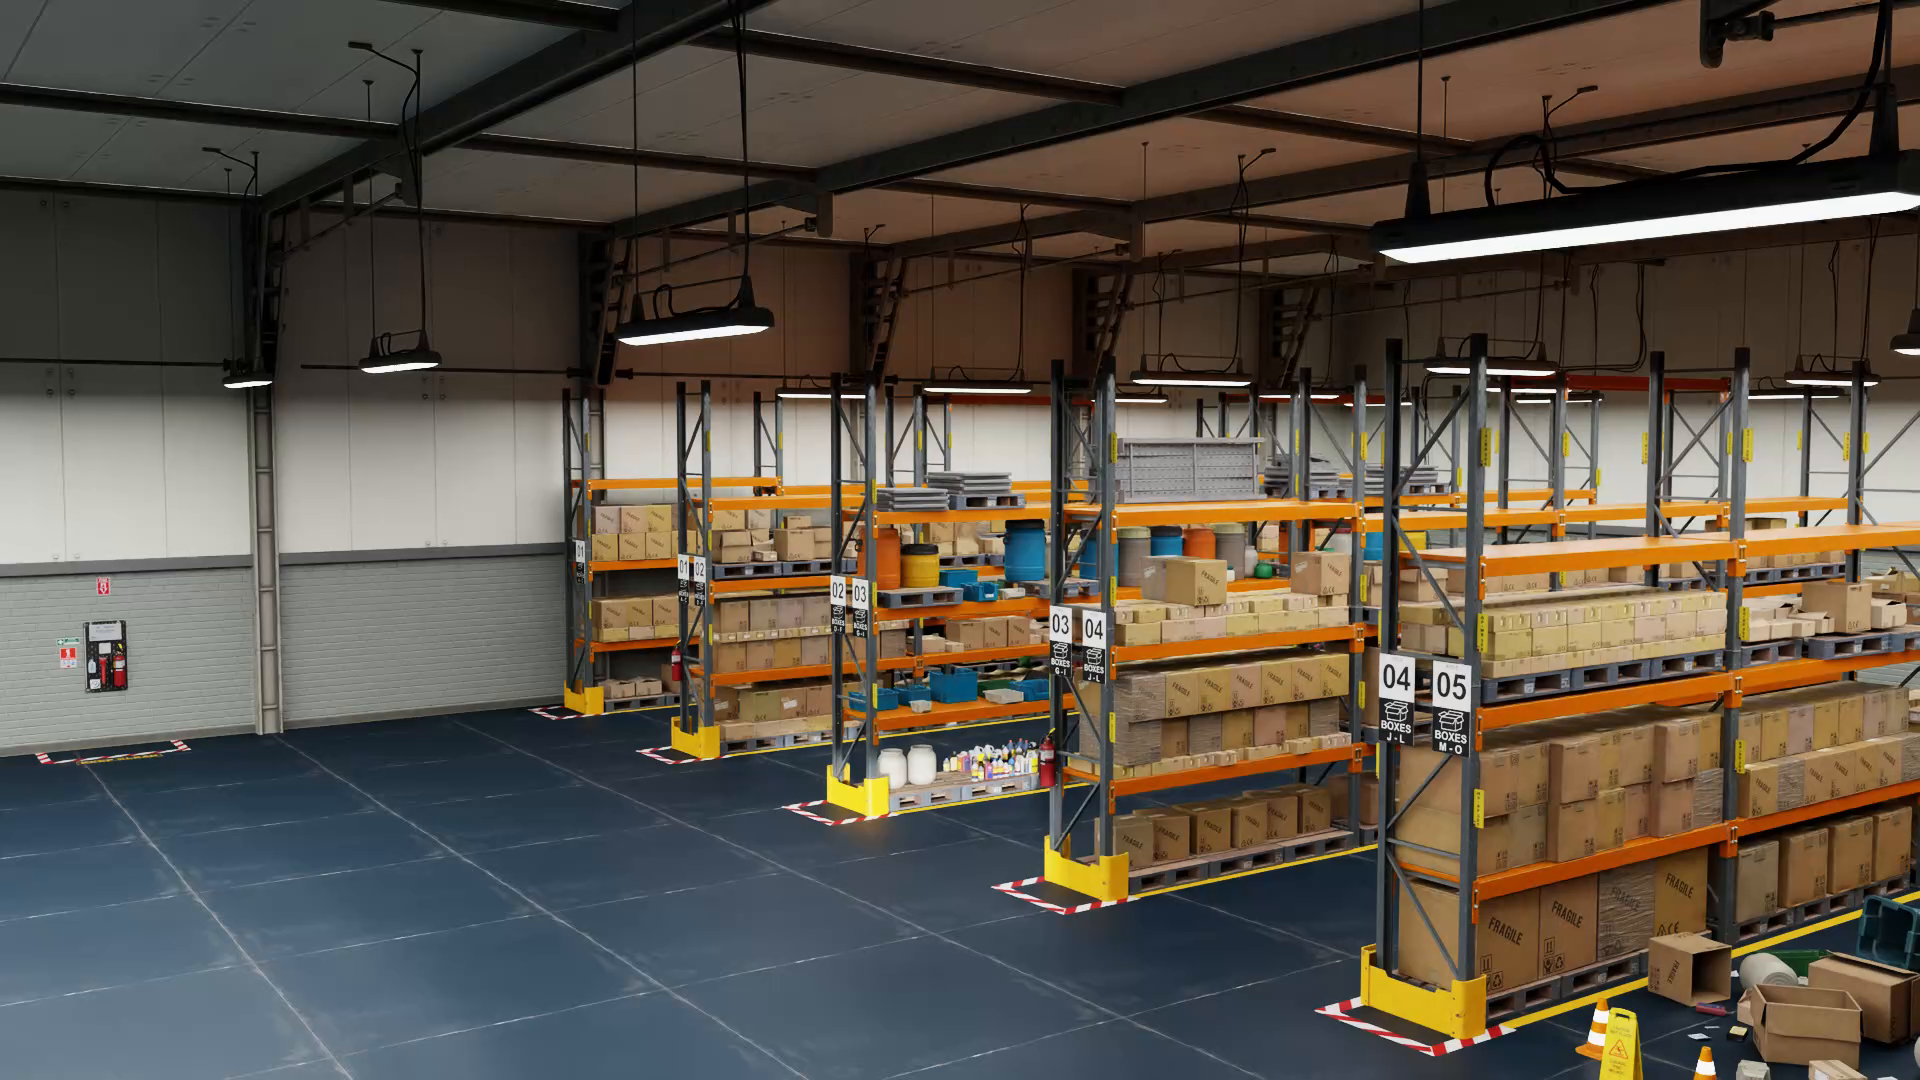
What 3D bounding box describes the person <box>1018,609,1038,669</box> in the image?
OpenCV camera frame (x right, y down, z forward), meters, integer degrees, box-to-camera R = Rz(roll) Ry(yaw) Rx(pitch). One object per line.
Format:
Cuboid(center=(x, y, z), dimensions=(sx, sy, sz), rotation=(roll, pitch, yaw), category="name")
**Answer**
Cuboid(center=(1.230, 2.148, 33.232), dimensions=(0.975, 1.730, 0.527), rotation=(-3, 5, -37), category="person")
